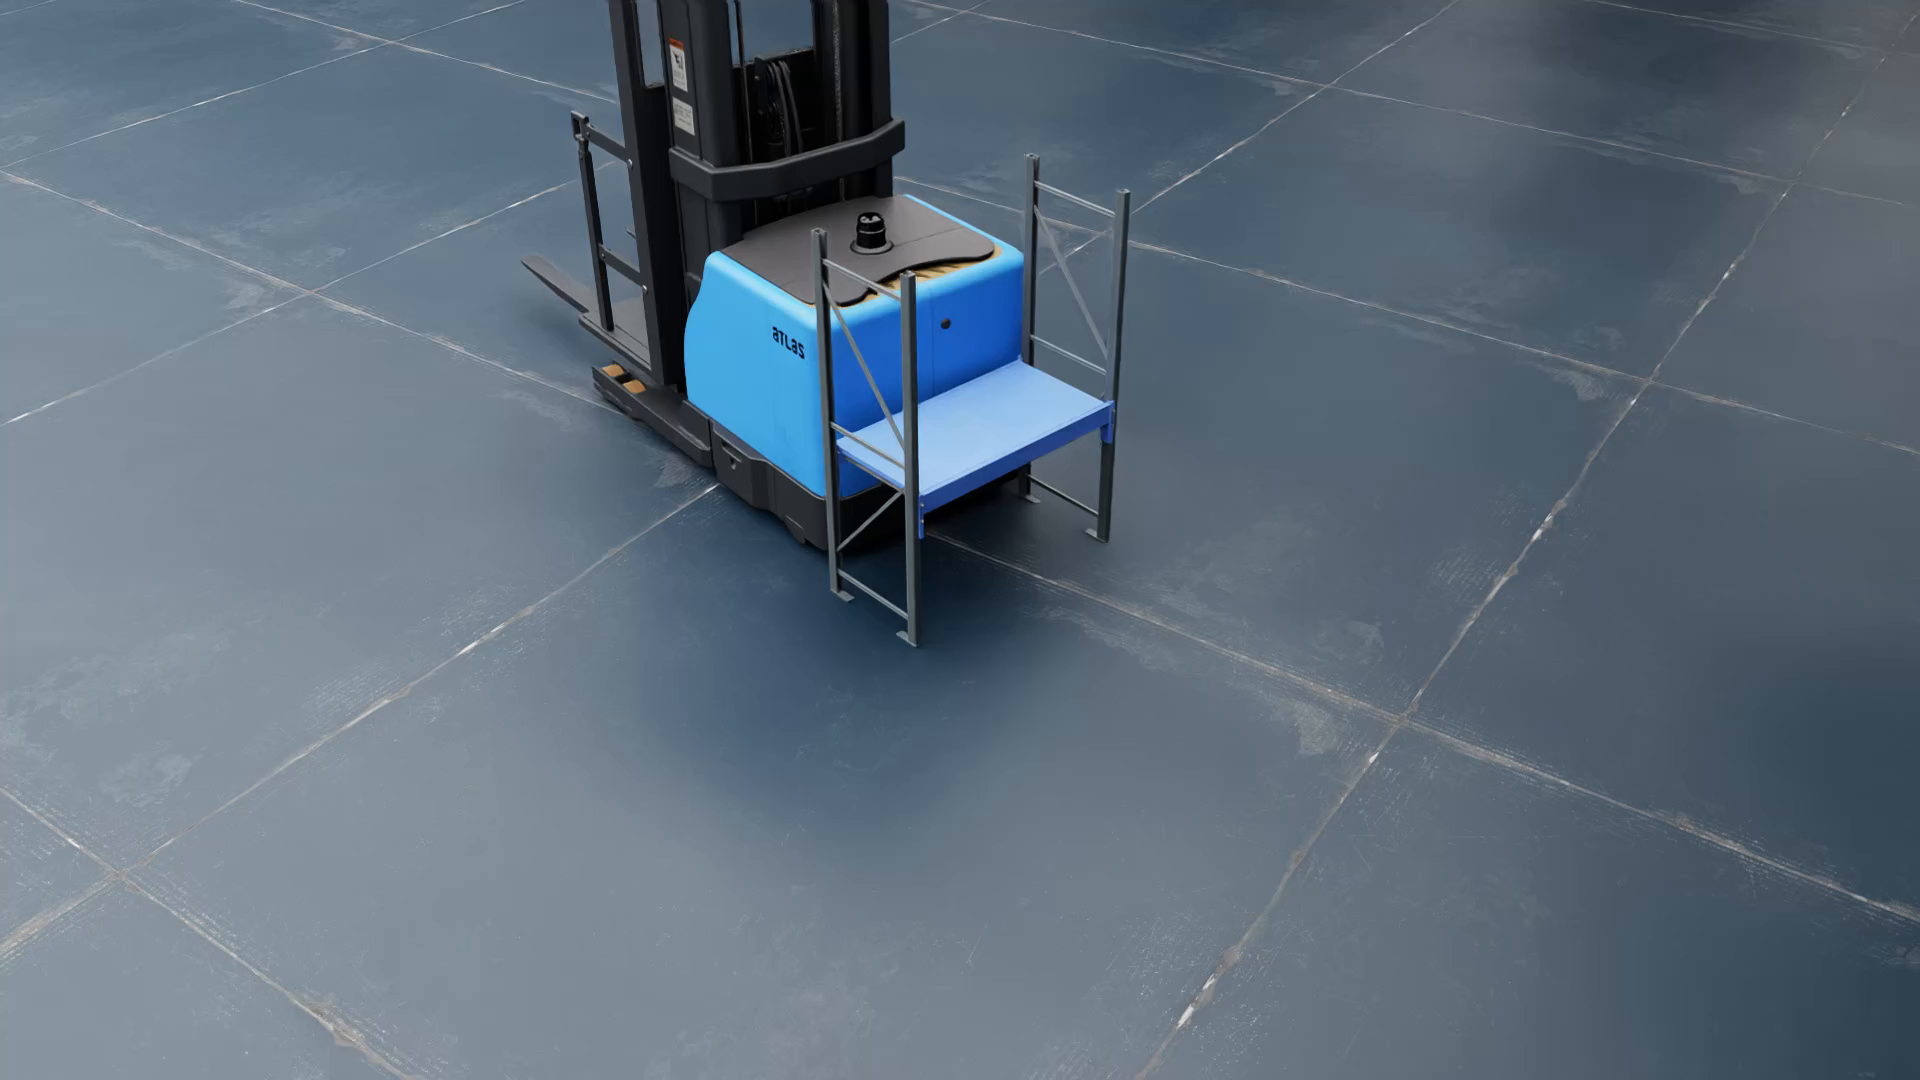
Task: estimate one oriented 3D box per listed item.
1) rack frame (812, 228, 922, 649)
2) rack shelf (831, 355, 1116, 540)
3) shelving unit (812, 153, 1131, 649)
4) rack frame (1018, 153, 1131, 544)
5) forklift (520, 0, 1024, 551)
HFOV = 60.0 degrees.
[{"bbox_3d":[-0.322,-0.328,5.897,0.032,1.500,0.500,-27,43,-34],"label":"rack frame"},{"bbox_3d":[0.052,-0.372,6.283,1.000,0.185,0.538,-27,43,-34],"label":"rack shelf"},{"bbox_3d":[0.052,-0.521,6.182,1.048,1.500,0.538,-27,43,-34],"label":"shelving unit"},{"bbox_3d":[0.426,-0.714,6.467,0.032,1.500,0.500,-27,43,-34],"label":"rack frame"},{"bbox_3d":[-1.041,-1.929,6.987,1.130,2.935,3.031,-24,41,-31],"label":"forklift"}]
